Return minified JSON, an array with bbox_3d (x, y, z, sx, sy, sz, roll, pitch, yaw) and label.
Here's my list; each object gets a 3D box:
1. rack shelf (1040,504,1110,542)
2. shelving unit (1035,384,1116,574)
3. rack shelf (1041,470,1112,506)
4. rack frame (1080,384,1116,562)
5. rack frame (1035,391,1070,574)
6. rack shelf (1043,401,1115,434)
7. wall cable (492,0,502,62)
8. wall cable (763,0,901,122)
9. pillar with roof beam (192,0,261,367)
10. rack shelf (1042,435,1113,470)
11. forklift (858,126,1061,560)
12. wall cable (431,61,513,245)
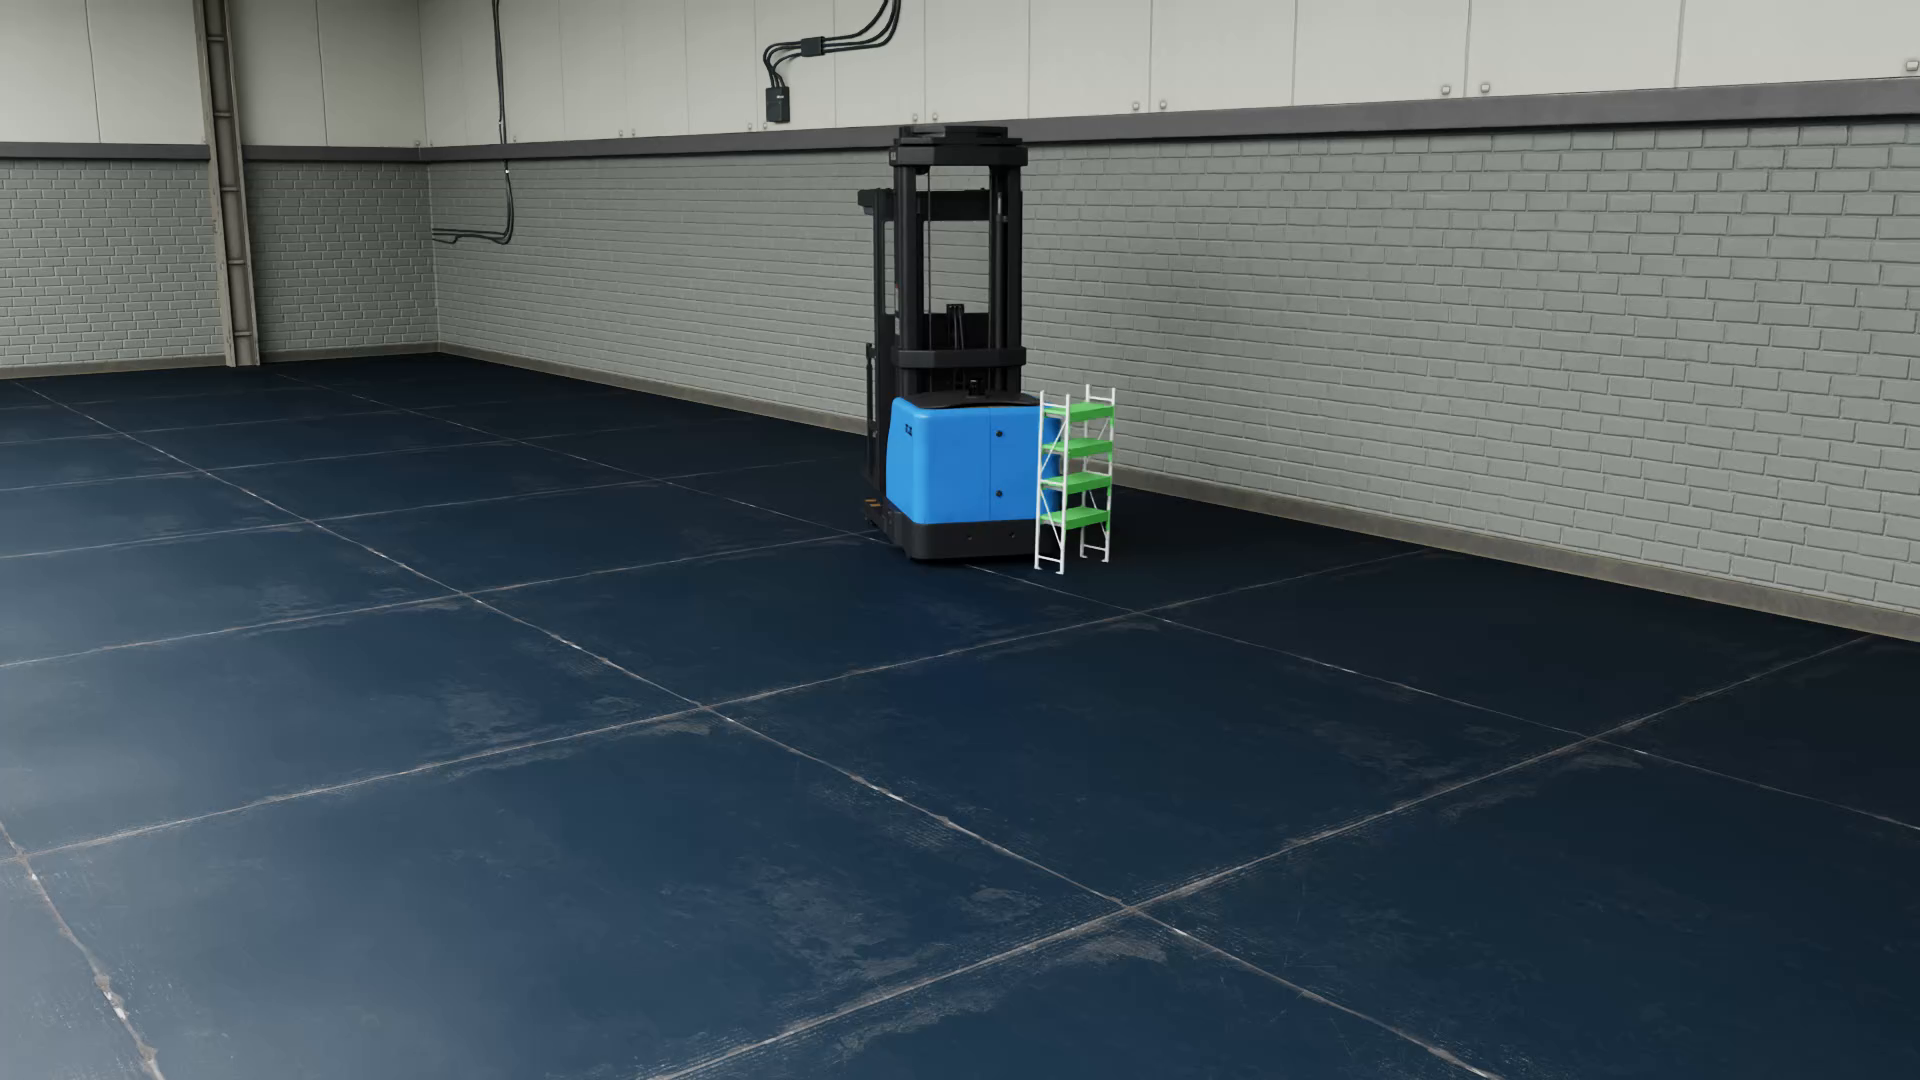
[{"bbox_3d":[0.768,-0.119,11.243,0.258,0.148,0.480,13,17,41],"label":"rack shelf"},{"bbox_3d":[0.775,-0.415,11.174,0.258,1.200,0.503,13,17,41],"label":"shelving unit"},{"bbox_3d":[0.773,-0.353,11.189,0.258,0.148,0.480,13,17,41],"label":"rack shelf"},{"bbox_3d":[0.939,-0.452,11.351,0.240,1.200,0.015,13,17,41],"label":"rack frame"},{"bbox_3d":[0.610,-0.377,10.998,0.240,1.200,0.015,13,17,41],"label":"rack frame"},{"bbox_3d":[0.783,-0.820,11.080,0.258,0.148,0.480,13,17,41],"label":"rack shelf"},{"bbox_3d":[-5.552,-7.614,21.640,0.112,2.526,3.097,-9,15,-38],"label":"wall cable"},{"bbox_3d":[-1.324,-7.223,16.294,0.169,6.003,2.305,-9,15,-38],"label":"wall cable"},{"bbox_3d":[-7.679,-6.236,19.830,0.400,9.000,9.100,-9,15,-38],"label":"pillar with roof beam"},{"bbox_3d":[0.778,-0.586,11.134,0.258,0.148,0.480,13,17,41],"label":"rack shelf"},{"bbox_3d":[-0.144,-1.560,12.417,1.130,2.935,3.031,-3,12,-13],"label":"forklift"},{"bbox_3d":[-7.242,-5.583,24.231,0.112,2.526,3.097,-9,15,-38],"label":"wall cable"}]
